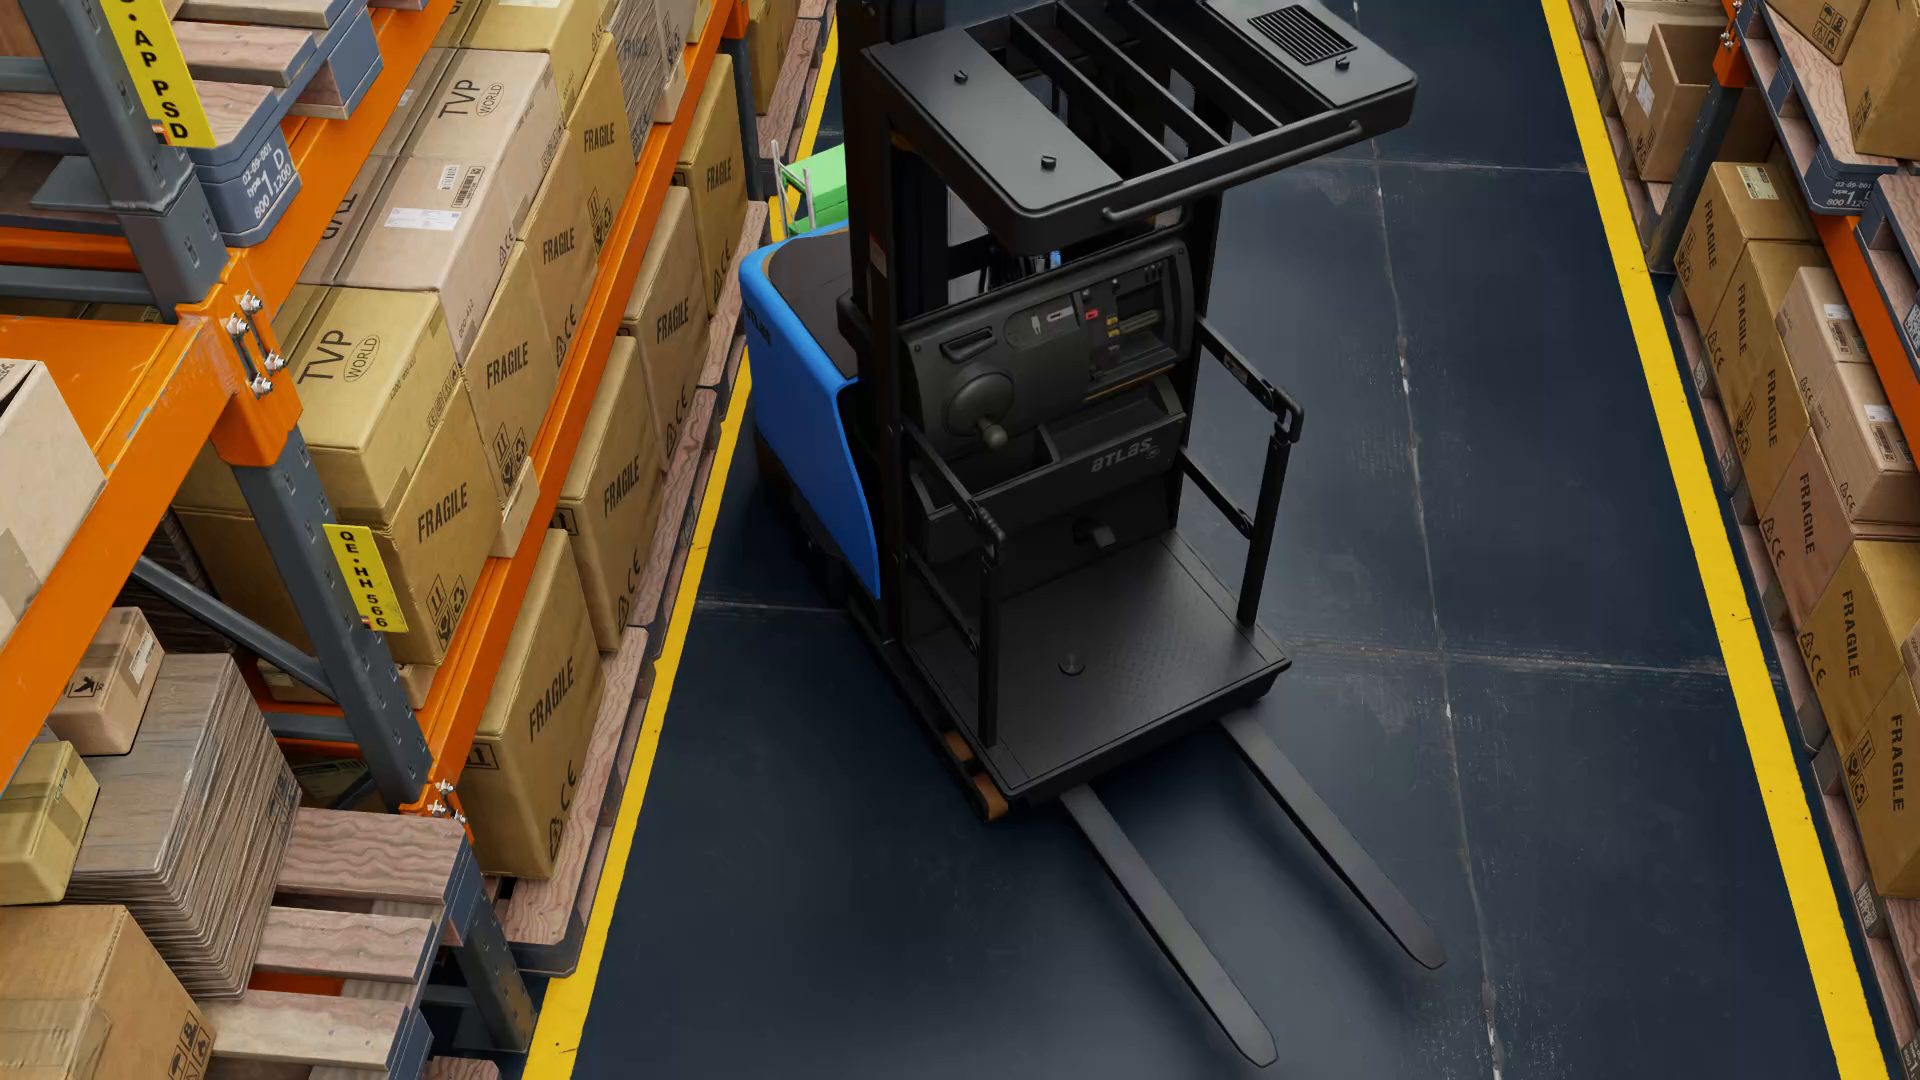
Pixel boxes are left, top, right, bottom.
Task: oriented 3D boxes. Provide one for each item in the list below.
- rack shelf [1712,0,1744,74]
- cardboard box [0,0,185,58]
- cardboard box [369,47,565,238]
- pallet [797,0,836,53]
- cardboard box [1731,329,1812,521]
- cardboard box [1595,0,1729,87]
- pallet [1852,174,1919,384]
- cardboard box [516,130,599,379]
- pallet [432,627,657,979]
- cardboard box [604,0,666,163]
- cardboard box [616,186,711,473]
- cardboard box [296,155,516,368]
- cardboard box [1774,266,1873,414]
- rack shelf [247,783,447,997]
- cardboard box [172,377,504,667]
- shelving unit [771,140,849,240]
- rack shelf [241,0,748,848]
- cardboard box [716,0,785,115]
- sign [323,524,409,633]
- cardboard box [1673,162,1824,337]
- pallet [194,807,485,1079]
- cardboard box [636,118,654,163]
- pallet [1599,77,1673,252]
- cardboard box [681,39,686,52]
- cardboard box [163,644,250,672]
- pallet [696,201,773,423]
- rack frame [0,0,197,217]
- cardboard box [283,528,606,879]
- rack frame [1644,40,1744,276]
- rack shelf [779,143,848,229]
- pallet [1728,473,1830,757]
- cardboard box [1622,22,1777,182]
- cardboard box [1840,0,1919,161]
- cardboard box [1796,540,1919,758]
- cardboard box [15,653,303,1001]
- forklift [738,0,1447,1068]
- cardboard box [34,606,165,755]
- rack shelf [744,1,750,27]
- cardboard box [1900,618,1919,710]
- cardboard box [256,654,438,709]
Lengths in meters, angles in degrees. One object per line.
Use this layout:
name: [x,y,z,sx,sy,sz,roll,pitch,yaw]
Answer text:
rack shelf: [3.720,-3.419,7.832,1.077,0.370,4.000,4,48,4]
cardboard box: [-1.774,-1.131,2.853,0.700,0.500,0.500,1,48,0]
cardboard box: [-1.373,-1.056,4.392,0.500,0.250,0.500,4,48,4]
pallet: [-1.140,-3.034,8.882,1.003,0.211,1.213,4,48,4]
cardboard box: [3.160,-0.399,5.978,0.500,0.500,0.500,4,48,4]
cardboard box: [3.375,-2.422,7.957,0.500,0.311,0.500,4,48,4]
pallet: [3.345,-0.617,4.912,1.003,0.211,1.213,4,48,4]
cardboard box: [-1.358,-0.813,4.678,0.500,0.500,0.500,4,48,3]
pallet: [-1.614,0.784,5.390,1.003,0.211,1.213,4,48,4]
cardboard box: [-1.278,-1.563,5.364,0.500,0.500,0.500,4,48,4]
cardboard box: [-1.404,-0.799,6.120,0.750,0.750,0.750,5,48,5]
cardboard box: [-1.414,-0.689,4.056,0.500,0.250,0.500,3,48,3]
cardboard box: [3.159,-0.676,5.723,0.500,0.250,0.500,4,48,4]
rack shelf: [-1.943,2.129,2.757,1.077,0.370,4.000,4,48,4]
cardboard box: [-1.462,-0.064,3.993,0.500,0.500,0.500,5,48,5]
shelving unit: [-0.376,-1.032,6.369,0.503,1.200,0.258,-28,49,-23]
rack shelf: [-1.578,-0.810,5.446,1.077,0.370,4.000,4,48,4]
cardboard box: [-1.226,-2.363,7.788,0.700,0.500,0.500,4,48,4]
sign: [-1.219,0.082,3.411,0.100,0.325,0.005,4,48,4]
cardboard box: [3.251,-1.158,6.672,0.500,0.500,0.500,2,48,2]
pallet: [-1.719,1.012,3.421,1.213,0.211,1.003,4,48,4]
cardboard box: [-1.267,-1.430,5.681,0.380,0.149,0.250,4,48,4]
pallet: [3.601,-1.756,7.713,1.003,0.211,1.213,4,48,4]
cardboard box: [-1.213,-1.803,6.023,0.380,0.149,0.250,5,48,5]
cardboard box: [-1.986,0.238,4.156,0.380,0.149,0.250,5,48,4]
pallet: [-1.391,-1.009,7.030,1.003,0.211,1.213,4,48,4]
rack frame: [-1.761,-1.608,1.622,1.000,3.000,0.127,4,48,4]
cardboard box: [-1.563,0.469,4.961,0.750,0.750,0.750,3,48,3]
rack frame: [3.537,-2.192,6.222,1.000,3.000,0.127,4,48,4]
rack shelf: [-0.393,-1.330,6.079,0.480,0.148,0.258,-28,49,-23]
pallet: [3.392,0.248,5.880,1.003,0.211,1.213,4,48,4]
cardboard box: [3.307,-1.935,7.383,0.500,0.500,0.500,4,48,4]
cardboard box: [3.272,-1.525,5.260,0.700,0.500,0.500,11,48,10]
cardboard box: [3.072,0.359,5.285,0.500,0.500,0.500,2,48,2]
cardboard box: [-1.794,0.581,3.320,0.700,0.500,0.500,-1,48,-1]
forklift: [0.384,-0.468,4.692,1.130,2.935,3.031,-23,51,-19]
cardboard box: [-1.762,0.271,3.164,0.380,0.149,0.250,-2,48,-2]
rack shelf: [-1.214,-3.749,8.134,1.077,0.370,4.000,4,48,4]
cardboard box: [3.025,0.444,4.698,0.500,0.250,0.500,6,48,5]
cardboard box: [-1.500,0.268,4.128,0.380,0.149,0.250,3,48,3]
